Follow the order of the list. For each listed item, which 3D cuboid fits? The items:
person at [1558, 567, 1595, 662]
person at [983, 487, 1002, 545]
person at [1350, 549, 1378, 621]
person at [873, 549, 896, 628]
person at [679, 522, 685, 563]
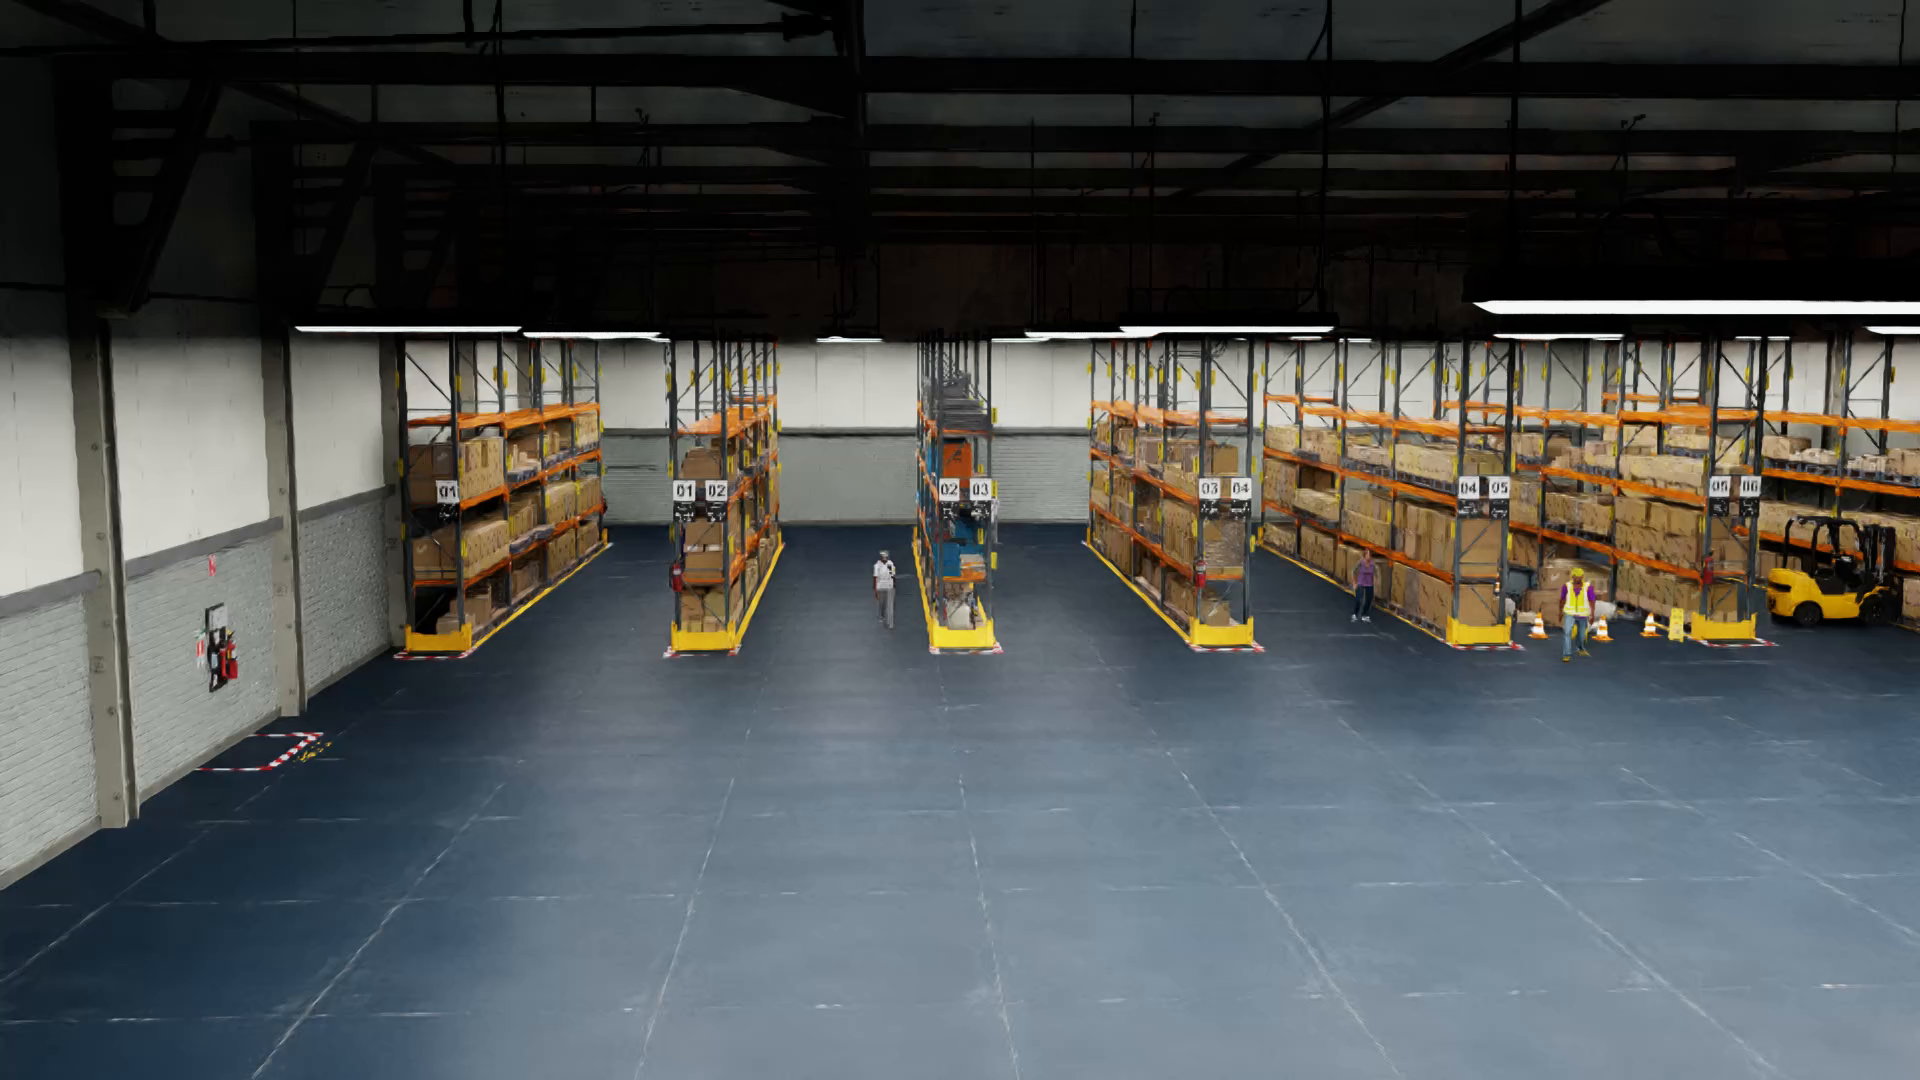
[{"bbox_3d":[11.182,1.333,30.163,0.617,1.715,0.972,2,7,18],"label":"person"},{"bbox_3d":[0.930,-0.677,47.292,0.505,1.670,0.584,1,7,10],"label":"person"},{"bbox_3d":[8.347,0.921,34.358,0.566,1.541,0.519,-1,7,-5],"label":"person"},{"bbox_3d":[-1.525,0.959,33.631,0.456,1.589,1.088,0,7,0],"label":"person"},{"bbox_3d":[-7.065,-0.181,43.481,0.625,1.596,0.510,-1,7,-5],"label":"person"}]
